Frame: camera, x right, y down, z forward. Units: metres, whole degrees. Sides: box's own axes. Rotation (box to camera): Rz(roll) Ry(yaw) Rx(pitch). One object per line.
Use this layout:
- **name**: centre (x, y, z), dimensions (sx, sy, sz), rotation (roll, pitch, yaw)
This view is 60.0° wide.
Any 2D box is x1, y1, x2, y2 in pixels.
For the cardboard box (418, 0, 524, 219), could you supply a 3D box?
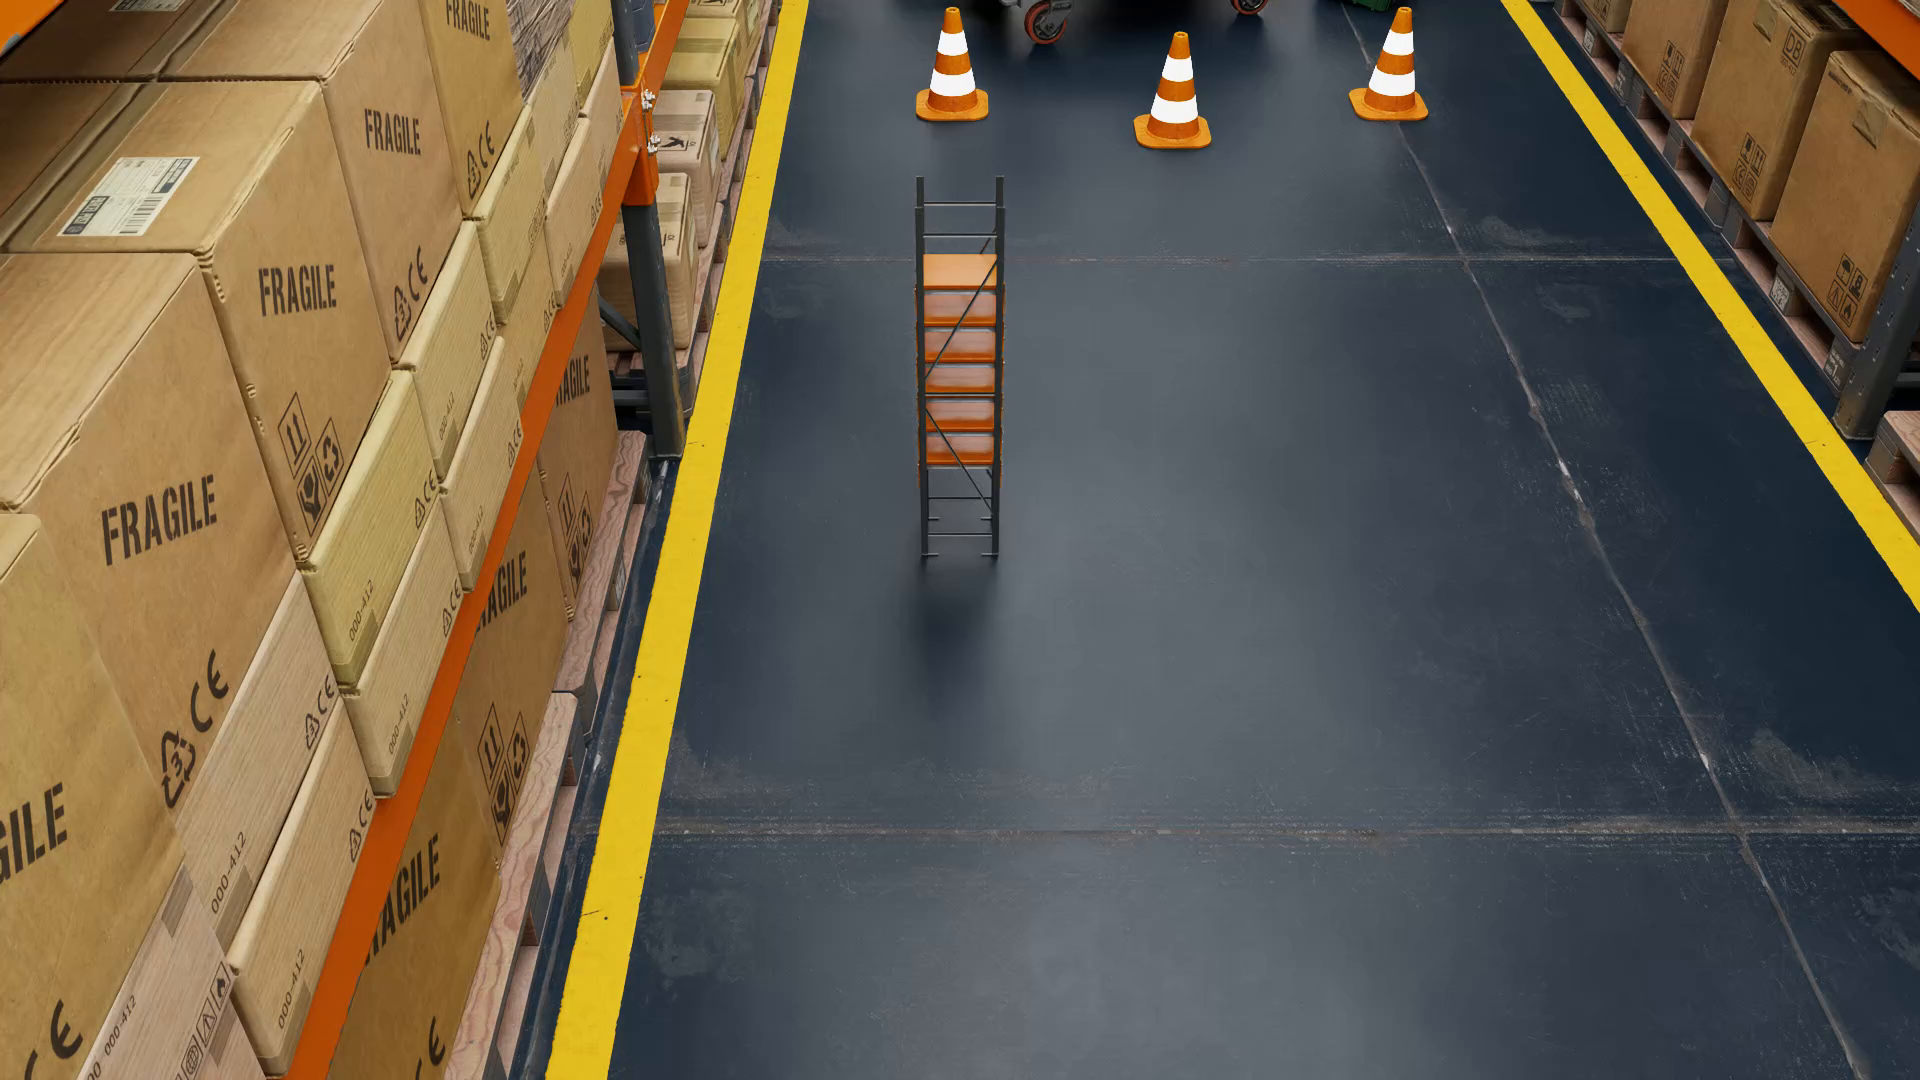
- **cardboard box**: centre (-1.168, -0.951, 3.159), dimensions (0.500, 0.500, 0.500), rotation (0, 39, 0)

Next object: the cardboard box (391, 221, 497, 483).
- **cardboard box**: centre (-1.153, -0.345, 3.002), dimensions (0.500, 0.250, 0.500), rotation (-1, 39, -1)

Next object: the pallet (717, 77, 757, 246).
- **pallet**: centre (-1.431, -1.638, 7.125), dimensions (1.003, 0.211, 1.213), rotation (0, 39, 0)

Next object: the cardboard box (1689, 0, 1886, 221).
- **cardboard box**: centre (3.601, -1.757, 6.507), dimensions (1.050, 0.750, 0.750), rotation (1, 39, 1)

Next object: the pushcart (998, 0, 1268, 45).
- **pushcart**: centre (0.842, -2.988, 8.676), dimensions (1.648, 0.377, 0.936), rotation (-13, 40, -16)

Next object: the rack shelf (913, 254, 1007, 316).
- **rack shelf**: centre (0.000, -0.724, 4.689), dimensions (0.258, 0.103, 0.180), rotation (0, 39, 0)

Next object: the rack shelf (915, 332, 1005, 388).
- **rack shelf**: centre (0.000, -0.536, 4.839), dimensions (0.258, 0.103, 0.180), rotation (0, 39, 0)

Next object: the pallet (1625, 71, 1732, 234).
- **pallet**: centre (3.592, -1.709, 7.214), dimensions (1.003, 0.211, 1.213), rotation (0, 39, 0)

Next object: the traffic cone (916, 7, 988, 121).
- **traffic cone**: centre (-0.037, -2.213, 7.642), dimensions (0.336, 0.463, 0.334), rotation (0, 39, 0)

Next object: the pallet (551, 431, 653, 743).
- **pallet**: centre (-1.508, 0.105, 4.950), dimensions (1.003, 0.211, 1.213), rotation (0, 39, 0)

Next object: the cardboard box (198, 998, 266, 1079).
- **cardboard box**: centre (-1.165, 0.808, 1.963), dimensions (0.500, 0.250, 0.500), rotation (-1, 39, -1)

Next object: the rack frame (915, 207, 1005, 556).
- **rack frame**: centre (0.000, -0.420, 4.815), dimensions (0.240, 1.200, 0.006), rotation (0, 39, 0)

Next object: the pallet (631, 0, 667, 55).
- **pallet**: centre (-1.541, -1.847, 5.310), dimensions (1.213, 0.211, 1.003), rotation (0, 39, 0)

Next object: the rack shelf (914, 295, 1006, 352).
- **rack shelf**: centre (0.000, -0.630, 4.764), dimensions (0.258, 0.103, 0.180), rotation (0, 39, 0)

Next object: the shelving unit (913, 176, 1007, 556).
- **shelving unit**: centre (0.000, -0.477, 4.886), dimensions (0.258, 1.200, 0.189), rotation (0, 39, 0)

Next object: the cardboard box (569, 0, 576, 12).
- **cardboard box**: centre (-1.171, -1.583, 3.947), dimensions (0.500, 0.500, 0.500), rotation (-1, 39, -1)

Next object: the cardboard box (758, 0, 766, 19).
- **cardboard box**: centre (-1.435, -2.788, 8.096), dimensions (0.950, 0.372, 0.625), rotation (0, 39, 1)

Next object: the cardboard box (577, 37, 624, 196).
- **cardboard box**: centre (-1.173, -1.102, 4.346), dimensions (0.500, 0.250, 0.500), rotation (-1, 39, -2)

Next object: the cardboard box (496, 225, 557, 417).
- **cardboard box**: centre (-1.172, -0.468, 3.555), dimensions (0.500, 0.250, 0.500), rotation (0, 39, -1)

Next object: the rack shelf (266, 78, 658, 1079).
- **rack shelf**: centre (-1.431, 0.055, 3.358), dimensions (1.077, 0.370, 4.000), rotation (0, 39, 0)

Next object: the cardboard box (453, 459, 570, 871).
- **cardboard box**: centre (-1.519, 0.179, 3.992), dimensions (0.875, 0.875, 0.875), rotation (0, 39, 1)

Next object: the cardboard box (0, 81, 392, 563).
- **cardboard box**: centre (-1.168, -0.311, 2.360), dimensions (0.500, 0.500, 0.500), rotation (-1, 39, -1)

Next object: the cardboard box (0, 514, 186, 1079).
- **cardboard box**: centre (-1.142, 0.320, 1.572), dimensions (0.500, 0.500, 0.500), rotation (0, 39, 0)

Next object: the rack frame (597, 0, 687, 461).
- **rack frame**: centre (-1.433, -1.476, 4.694), dimensions (1.000, 3.000, 0.127), rotation (0, 39, 0)

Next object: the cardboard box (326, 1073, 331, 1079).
- **cardboard box**: centre (-1.509, 1.303, 2.589), dimensions (0.875, 0.875, 0.875), rotation (1, 39, 1)

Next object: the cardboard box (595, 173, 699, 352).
- **cardboard box**: centre (-1.424, -0.968, 5.825), dimensions (0.950, 0.372, 0.625), rotation (-2, 39, -3)

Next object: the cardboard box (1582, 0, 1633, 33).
- **cardboard box**: centre (3.603, -2.942, 7.986), dimensions (1.050, 0.750, 0.750), rotation (0, 39, 0)

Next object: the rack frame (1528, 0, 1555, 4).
- **rack frame**: centre (3.512, -4.045, 7.898), dimensions (1.000, 3.000, 0.127), rotation (0, 39, 0)

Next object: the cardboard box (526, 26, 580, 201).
- **cardboard box**: centre (-1.174, -0.990, 3.806), dimensions (0.500, 0.250, 0.500), rotation (-1, 39, -1)

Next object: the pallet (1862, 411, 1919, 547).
- **pallet**: centre (3.516, 0.034, 5.039), dimensions (1.003, 0.211, 1.213), rotation (0, 39, 0)

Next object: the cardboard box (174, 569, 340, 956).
- **cardboard box**: centre (-1.176, 0.287, 2.213), dimensions (0.500, 0.250, 0.500), rotation (1, 39, 1)

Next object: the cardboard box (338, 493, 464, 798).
- **cardboard box**: centre (-1.152, 0.164, 2.767), dimensions (0.500, 0.250, 0.500), rotation (0, 39, 0)

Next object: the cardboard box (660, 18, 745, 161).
- **cardboard box**: centre (-1.428, -1.904, 6.993), dimensions (0.950, 0.372, 0.625), rotation (1, 39, 1)
